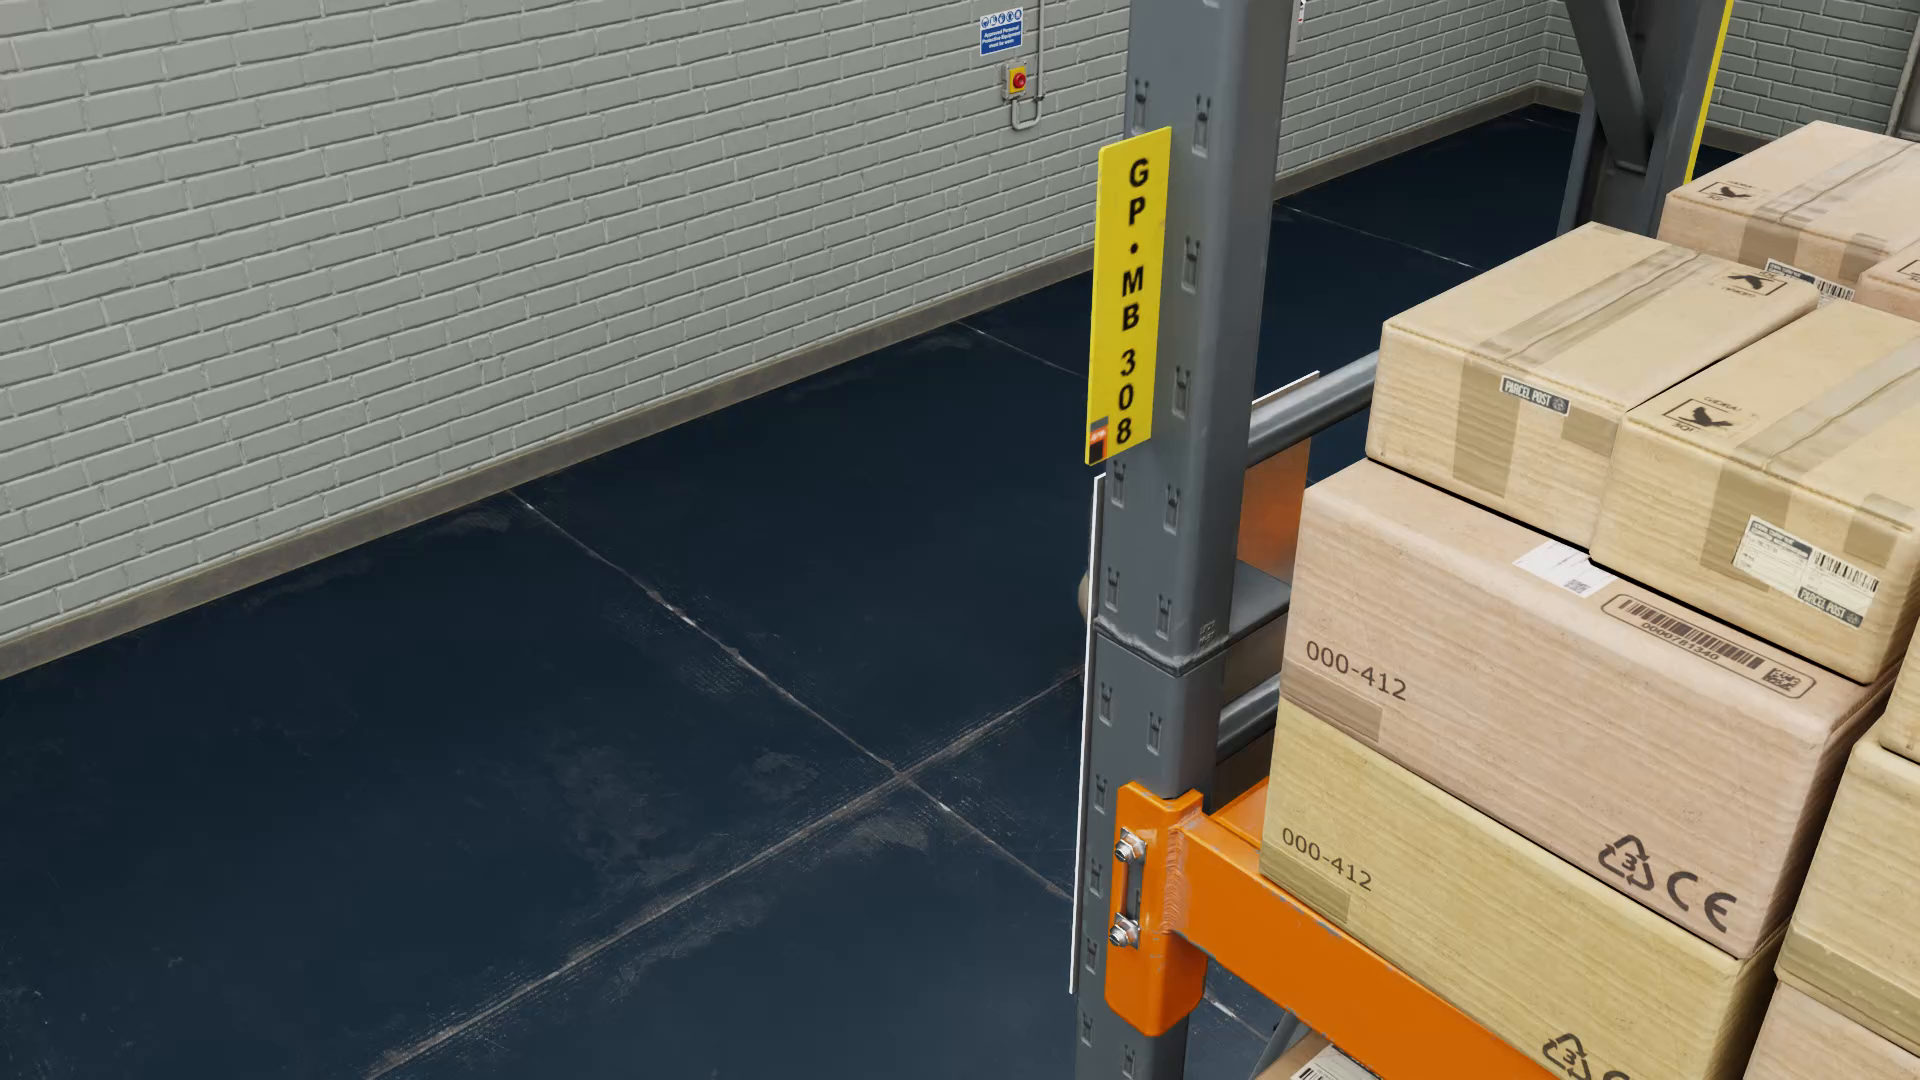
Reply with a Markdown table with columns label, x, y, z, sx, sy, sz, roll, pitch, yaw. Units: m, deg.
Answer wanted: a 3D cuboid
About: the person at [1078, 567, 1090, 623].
| label | x | y | z | sx | sy | sz | roll | pitch | yaw |
| --- | --- | --- | --- | --- | --- | --- | --- | --- | --- |
| person | 0.902 | 0.267 | 6.439 | 0.539 | 0.989 | 0.823 | -27 | 40 | -36 |
